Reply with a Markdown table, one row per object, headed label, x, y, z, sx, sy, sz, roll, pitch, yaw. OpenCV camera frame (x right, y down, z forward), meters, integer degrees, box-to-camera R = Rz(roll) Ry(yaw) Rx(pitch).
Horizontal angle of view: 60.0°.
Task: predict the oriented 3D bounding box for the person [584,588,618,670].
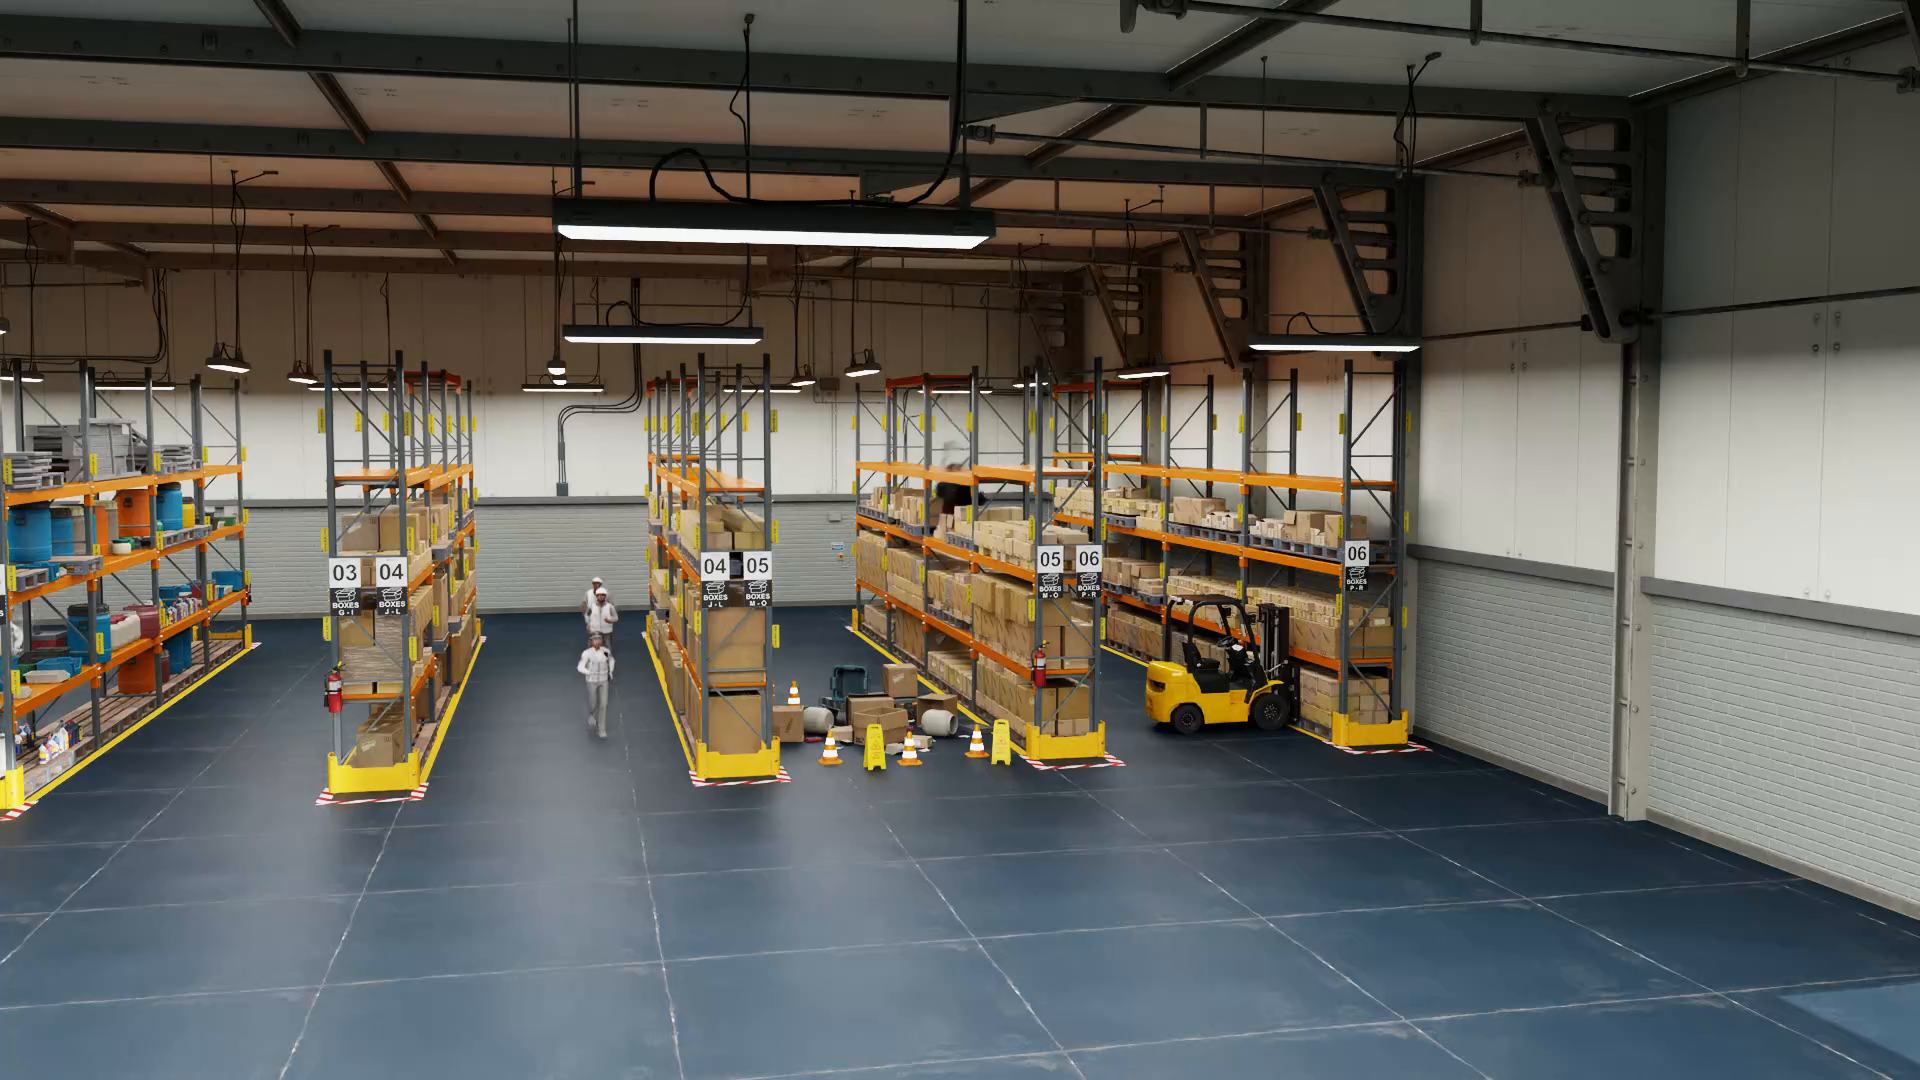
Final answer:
| label | x | y | z | sx | sy | sz | roll | pitch | yaw |
| --- | --- | --- | --- | --- | --- | --- | --- | --- | --- |
| person | -7.113 | 1.825 | 32.974 | 0.667 | 1.750 | 0.919 | -1 | 4 | -11 |

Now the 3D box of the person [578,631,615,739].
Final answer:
| label | x | y | z | sx | sy | sz | roll | pitch | yaw |
| --- | --- | --- | --- | --- | --- | --- | --- | --- | --- |
| person | -5.829 | 2.293 | 26.747 | 0.616 | 1.692 | 0.901 | -2 | 4 | -22 |

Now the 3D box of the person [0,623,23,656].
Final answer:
| label | x | y | z | sx | sy | sz | roll | pitch | yaw |
| --- | --- | --- | --- | --- | --- | --- | --- | --- | --- |
| person | -17.295 | 2.070 | 30.088 | 0.591 | 1.651 | 0.599 | -2 | 4 | -23 |

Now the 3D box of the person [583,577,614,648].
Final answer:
| label | x | y | z | sx | sy | sz | roll | pitch | yaw |
| --- | --- | --- | --- | --- | --- | --- | --- | --- | --- |
| person | -7.677 | 1.668 | 35.302 | 0.661 | 1.744 | 0.594 | -1 | 4 | -10 |
